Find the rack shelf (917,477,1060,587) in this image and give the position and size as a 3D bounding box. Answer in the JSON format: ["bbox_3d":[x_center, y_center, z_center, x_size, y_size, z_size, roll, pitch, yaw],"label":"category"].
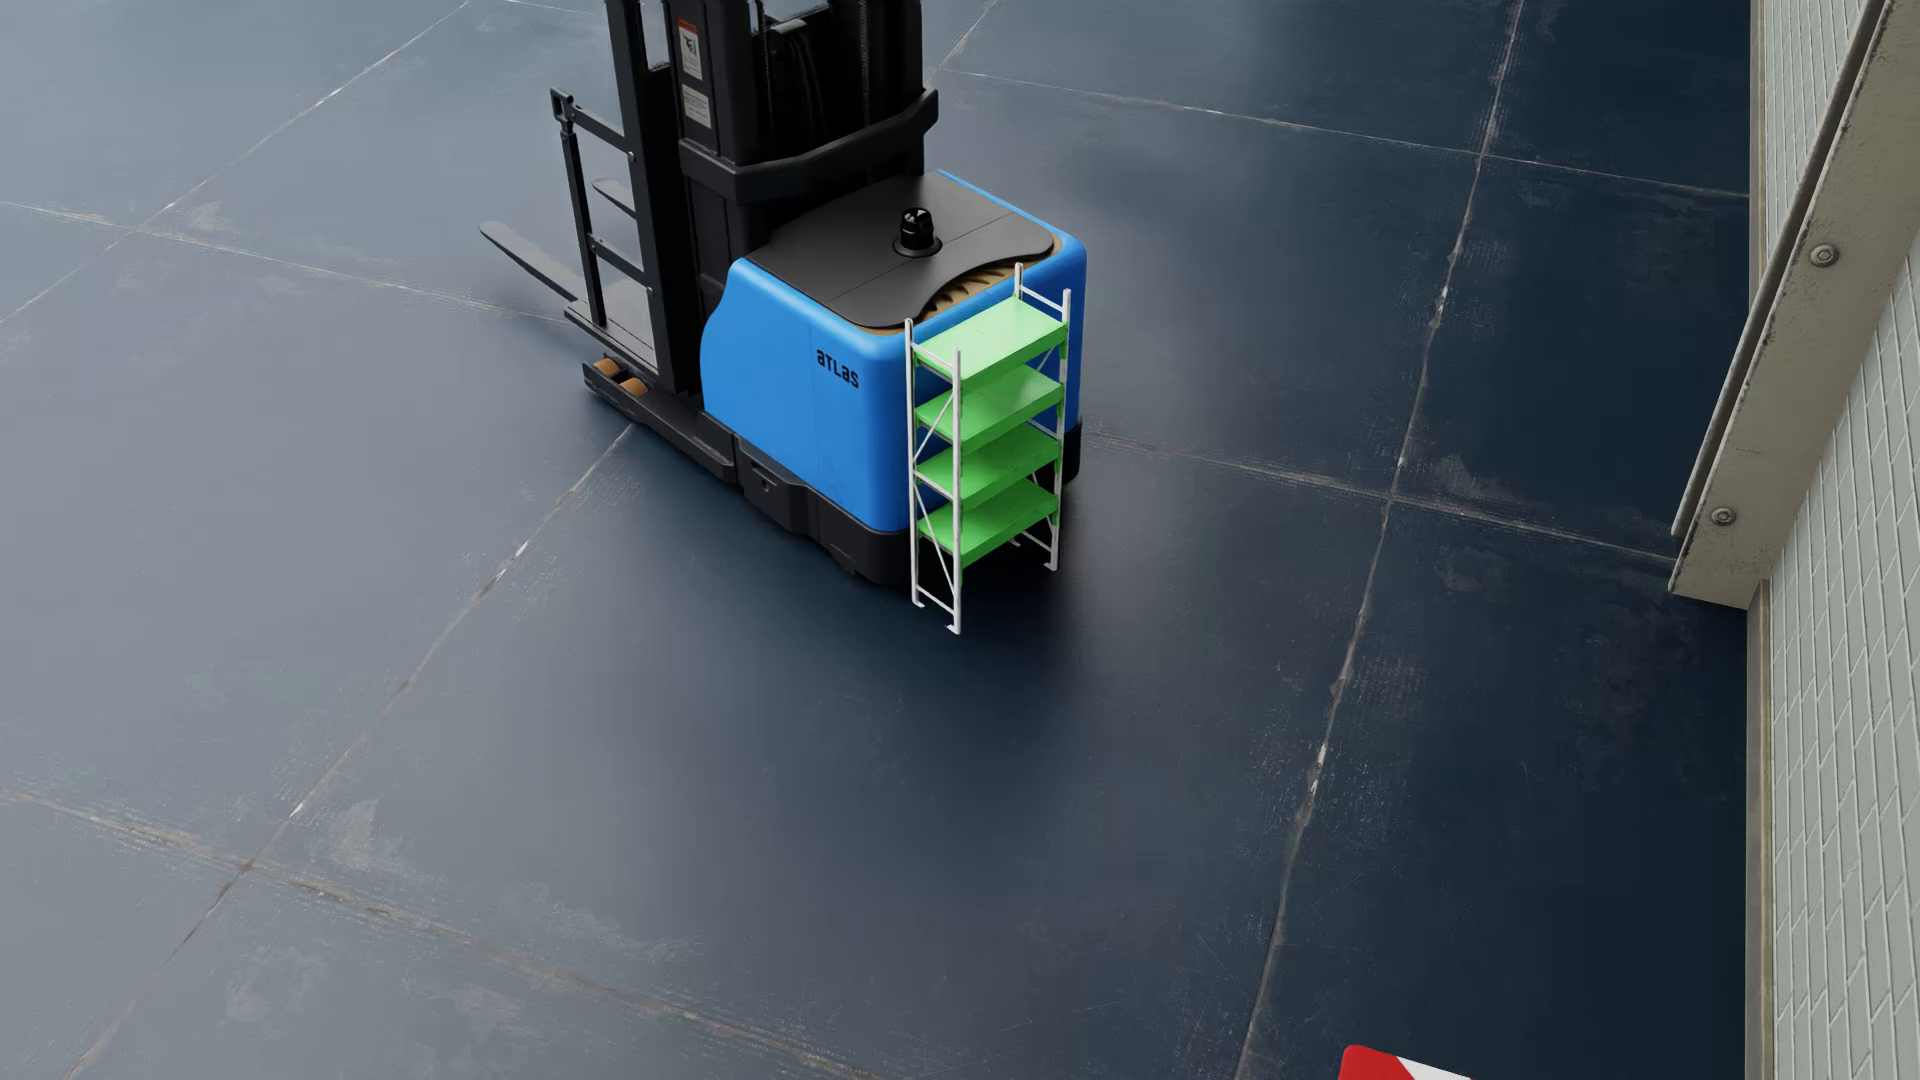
[{"bbox_3d":[0.092,-0.058,5.862,0.480,0.148,0.258,-32,50,-32],"label":"rack shelf"}]

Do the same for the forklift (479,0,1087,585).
[{"bbox_3d":[-0.915,-1.816,6.120,1.130,2.935,3.031,-32,50,-32],"label":"forklift"}]

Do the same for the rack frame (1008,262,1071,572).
[{"bbox_3d":[0.269,-0.398,5.792,0.015,1.200,0.240,-32,50,-32],"label":"rack frame"}]

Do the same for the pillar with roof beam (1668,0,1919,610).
[{"bbox_3d":[-1.266,-4.276,4.329,9.100,9.000,0.400,13,42,15],"label":"pillar with roof beam"}]

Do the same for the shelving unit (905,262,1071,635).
[{"bbox_3d":[0.092,-0.289,5.665,0.503,1.200,0.258,-32,50,-32],"label":"shelving unit"}]

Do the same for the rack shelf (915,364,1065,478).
[{"bbox_3d":[0.092,-0.423,5.550,0.480,0.148,0.258,-32,50,-32],"label":"rack shelf"}]

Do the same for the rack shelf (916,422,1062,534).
[{"bbox_3d":[0.092,-0.241,5.706,0.480,0.148,0.258,-32,50,-32],"label":"rack shelf"}]

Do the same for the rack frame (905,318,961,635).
[{"bbox_3d":[-0.085,-0.180,5.537,0.015,1.200,0.240,-32,50,-32],"label":"rack frame"}]

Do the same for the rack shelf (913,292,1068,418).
[{"bbox_3d":[0.092,-0.606,5.395,0.480,0.148,0.258,-32,50,-32],"label":"rack shelf"}]
